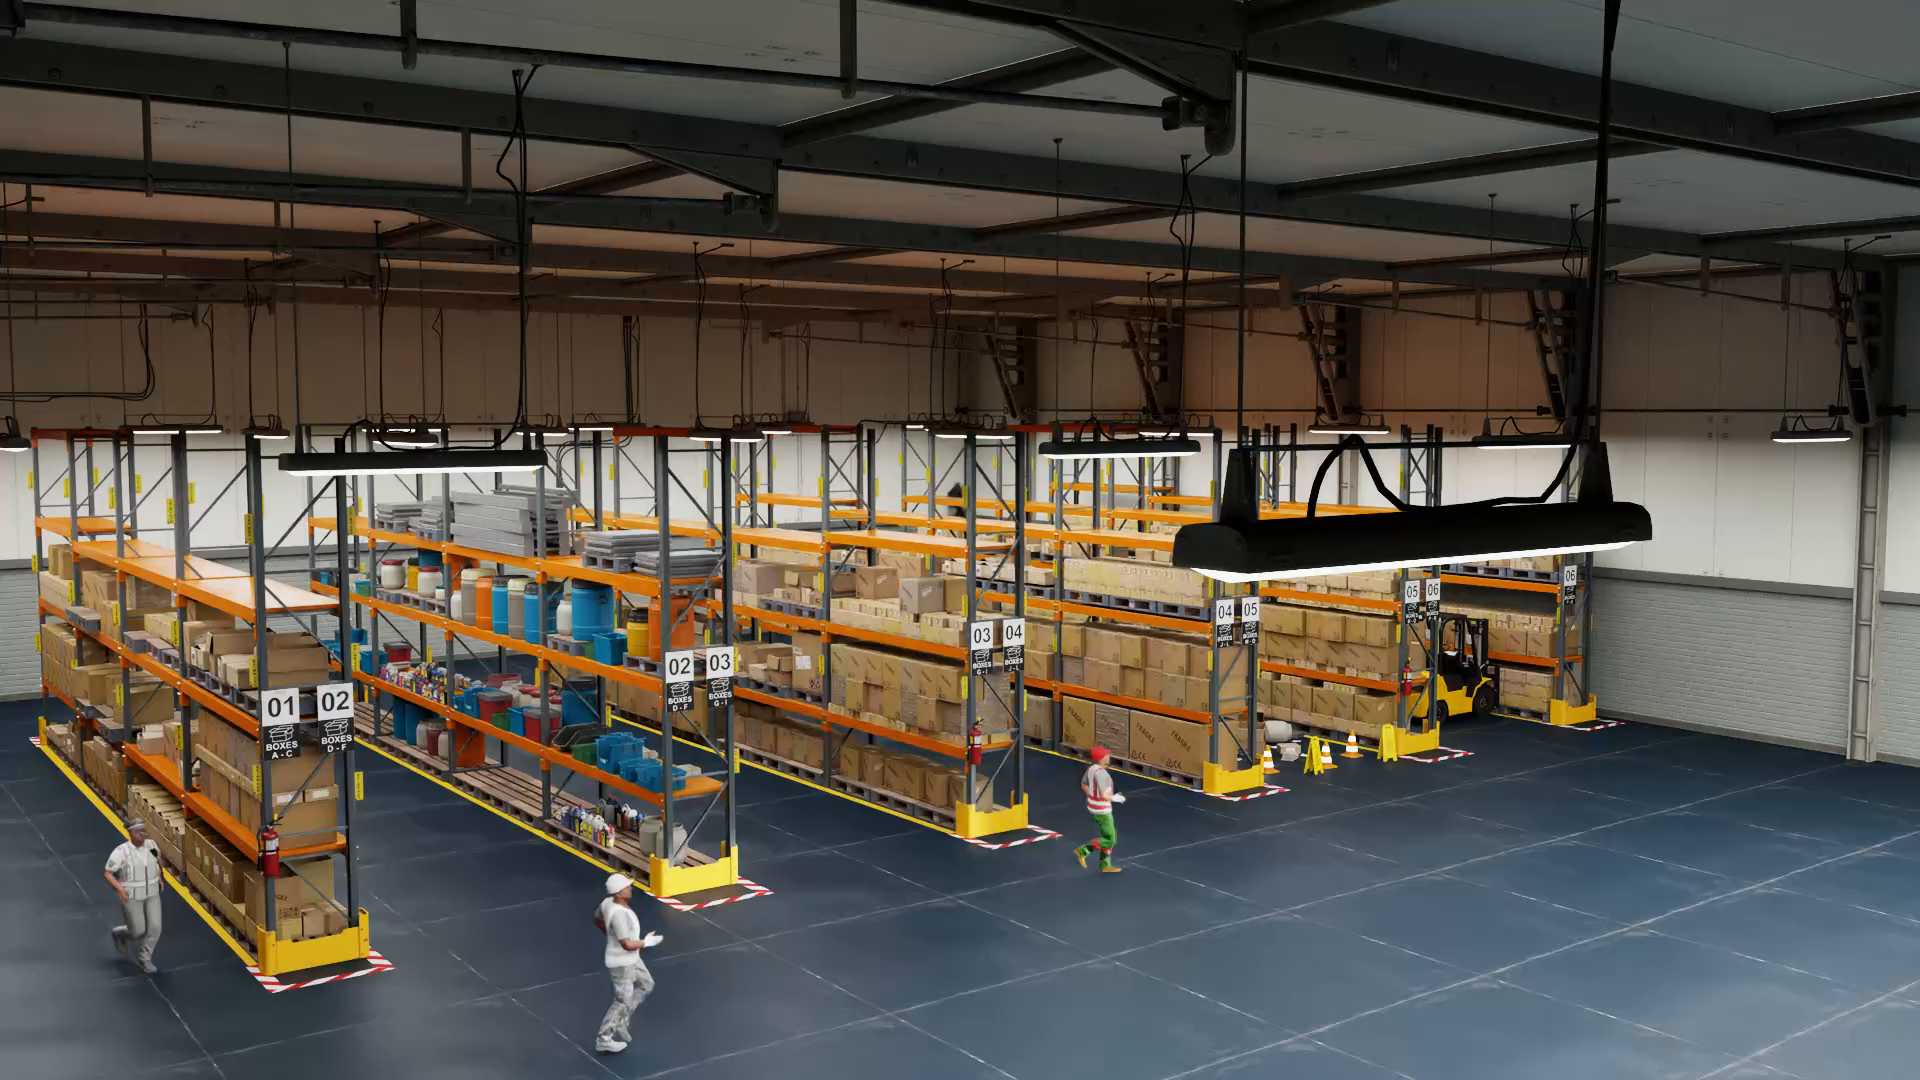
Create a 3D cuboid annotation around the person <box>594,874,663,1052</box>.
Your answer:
[{"bbox_3d":[-3.272,4.154,16.417,0.672,1.767,0.697,-1,5,-13],"label":"person"}]

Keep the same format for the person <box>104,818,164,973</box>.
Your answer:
[{"bbox_3d":[-9.334,4.001,18.857,0.644,1.755,0.672,3,6,36],"label":"person"}]

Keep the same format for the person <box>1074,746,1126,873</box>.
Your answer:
[{"bbox_3d":[1.868,3.679,22.641,0.714,1.749,0.653,-1,5,-13],"label":"person"}]

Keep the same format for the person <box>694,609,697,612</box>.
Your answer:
[{"bbox_3d":[-6.348,2.431,39.340,0.624,1.614,0.588,0,4,4],"label":"person"}]
